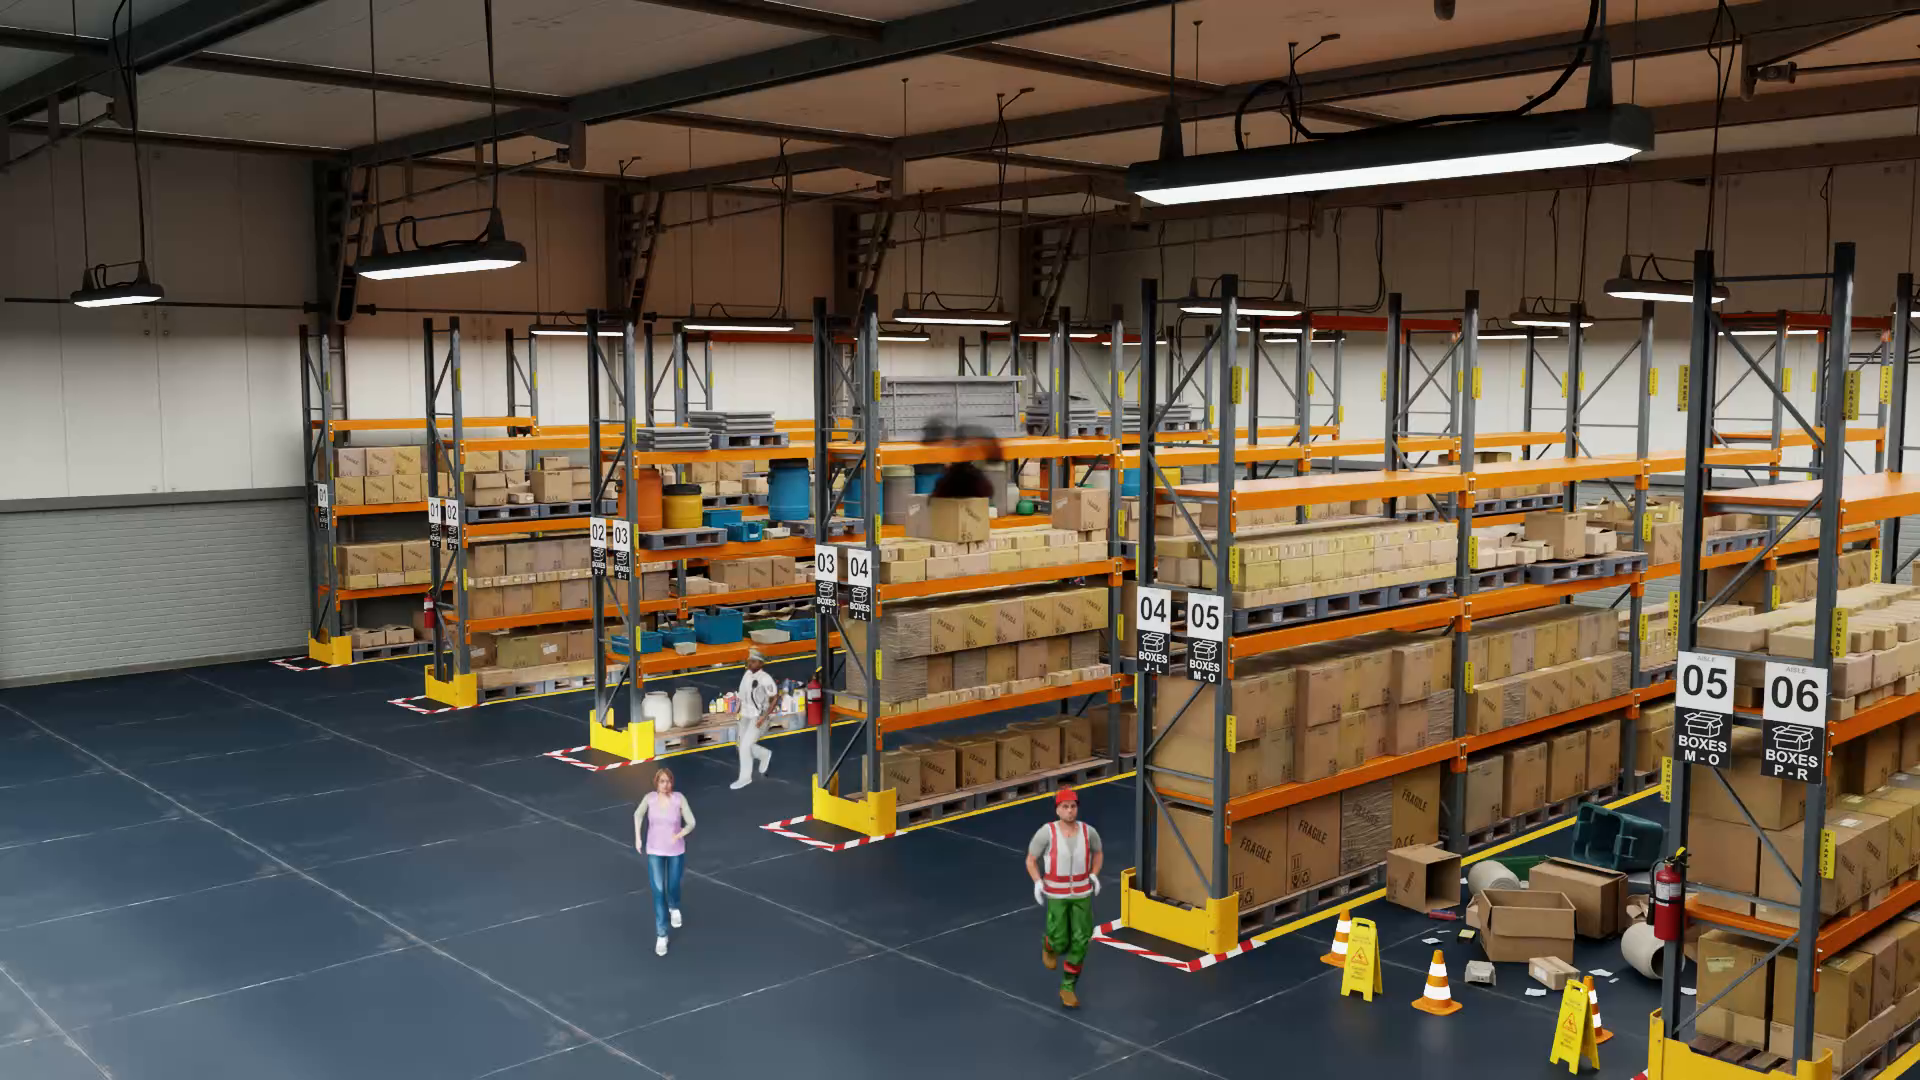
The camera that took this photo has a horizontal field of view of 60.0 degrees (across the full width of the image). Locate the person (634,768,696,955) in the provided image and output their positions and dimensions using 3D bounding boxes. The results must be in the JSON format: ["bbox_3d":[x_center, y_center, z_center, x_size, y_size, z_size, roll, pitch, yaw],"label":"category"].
[{"bbox_3d":[-2.672,2.856,15.086,0.552,1.600,0.790,-1,6,-10],"label":"person"}]

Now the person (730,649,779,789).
[{"bbox_3d":[-2.386,2.097,19.748,0.586,1.668,0.661,5,8,40],"label":"person"}]

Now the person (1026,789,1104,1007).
[{"bbox_3d":[0.880,2.905,13.698,0.655,1.743,0.639,-1,6,-11],"label":"person"}]
